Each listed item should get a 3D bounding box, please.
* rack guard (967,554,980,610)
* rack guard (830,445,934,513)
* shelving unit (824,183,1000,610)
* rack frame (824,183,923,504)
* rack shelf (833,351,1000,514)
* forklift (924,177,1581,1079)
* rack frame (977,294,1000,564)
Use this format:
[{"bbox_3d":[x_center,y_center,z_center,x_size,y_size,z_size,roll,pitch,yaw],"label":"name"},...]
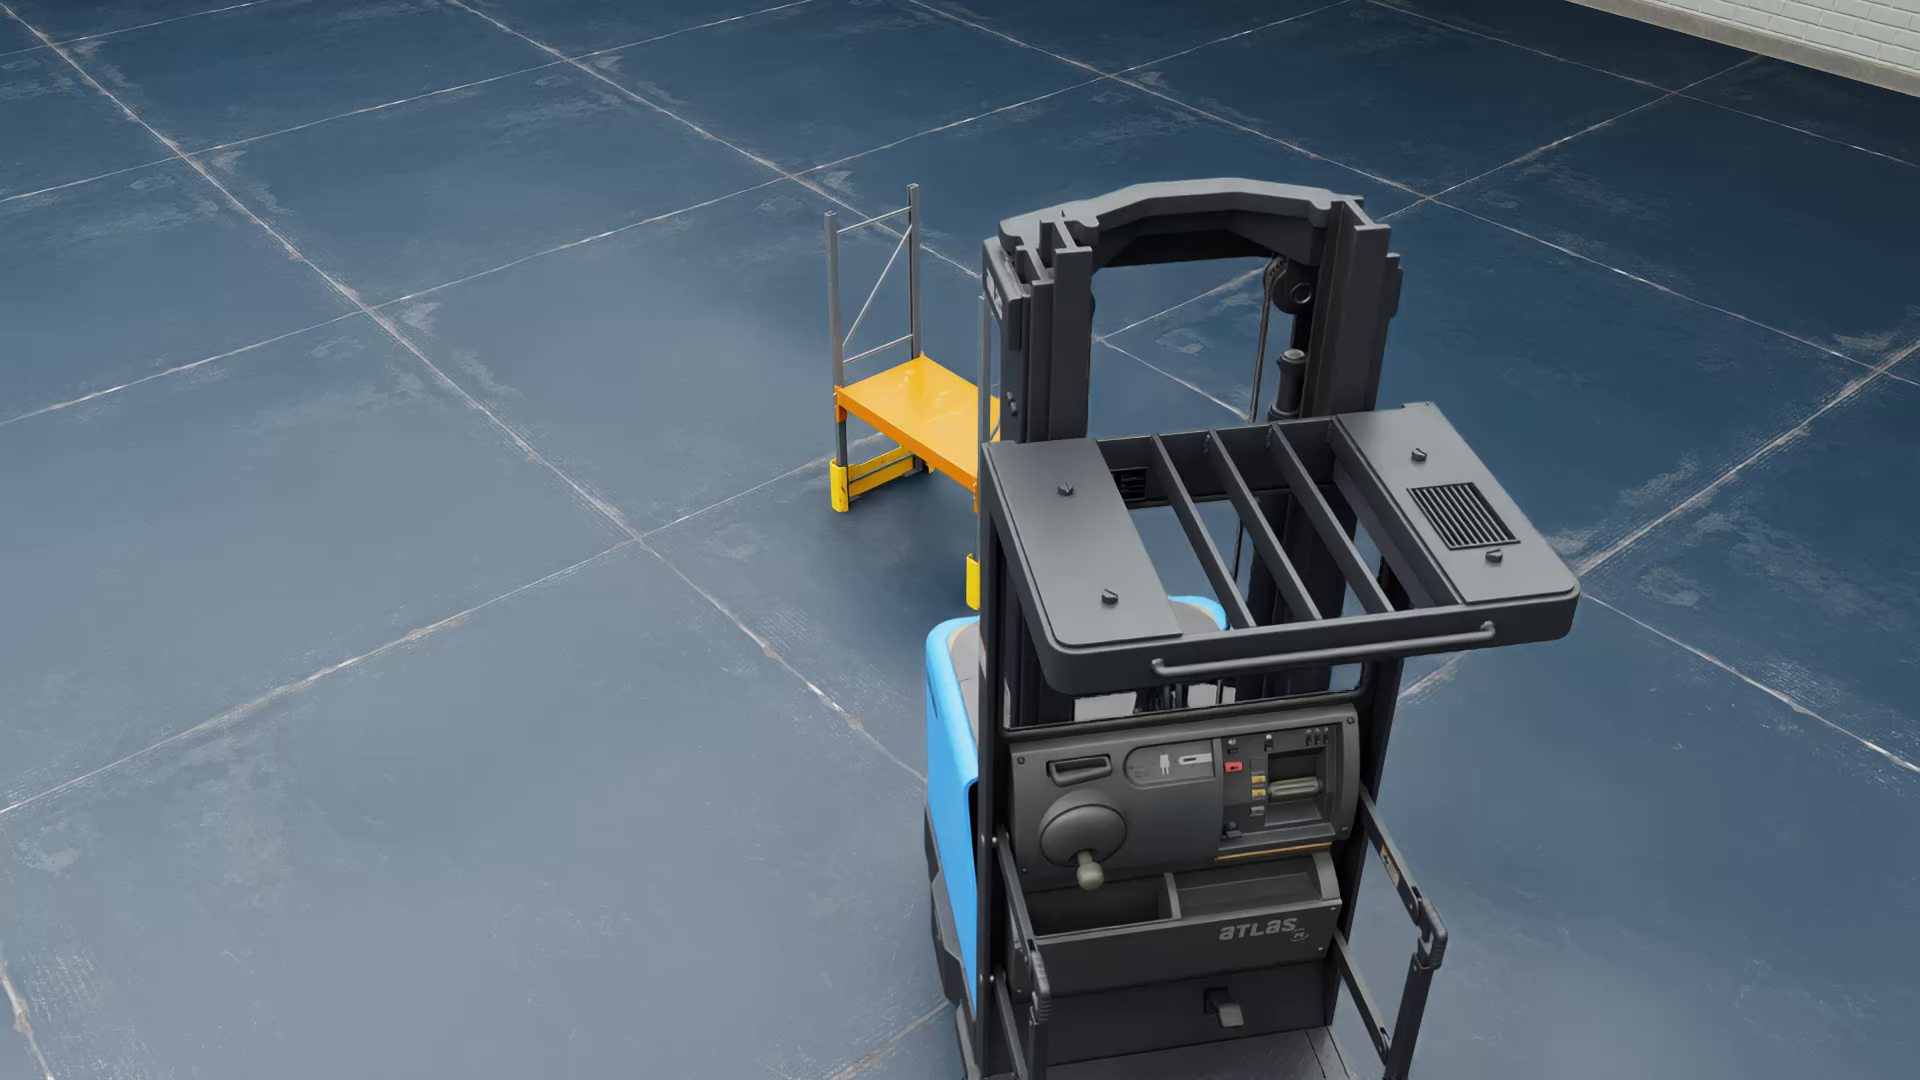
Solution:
[{"bbox_3d":[0.272,0.084,7.415,0.587,0.250,0.087,-26,43,-32],"label":"rack guard"},{"bbox_3d":[-0.371,-0.356,8.036,0.587,0.250,0.087,-26,43,-32],"label":"rack guard"},{"bbox_3d":[-0.049,-0.646,7.364,0.587,1.500,1.083,-26,43,-32],"label":"shelving unit"},{"bbox_3d":[-0.383,-0.874,7.687,0.500,1.500,0.032,-26,43,-32],"label":"rack frame"},{"bbox_3d":[-0.055,-0.503,7.474,0.538,0.185,1.000,-26,43,-32],"label":"rack shelf"},{"bbox_3d":[0.633,0.738,4.172,1.130,2.935,3.031,-6,36,-8],"label":"forklift"},{"bbox_3d":[0.273,-0.425,7.053,0.500,1.500,0.032,-26,43,-32],"label":"rack frame"}]
